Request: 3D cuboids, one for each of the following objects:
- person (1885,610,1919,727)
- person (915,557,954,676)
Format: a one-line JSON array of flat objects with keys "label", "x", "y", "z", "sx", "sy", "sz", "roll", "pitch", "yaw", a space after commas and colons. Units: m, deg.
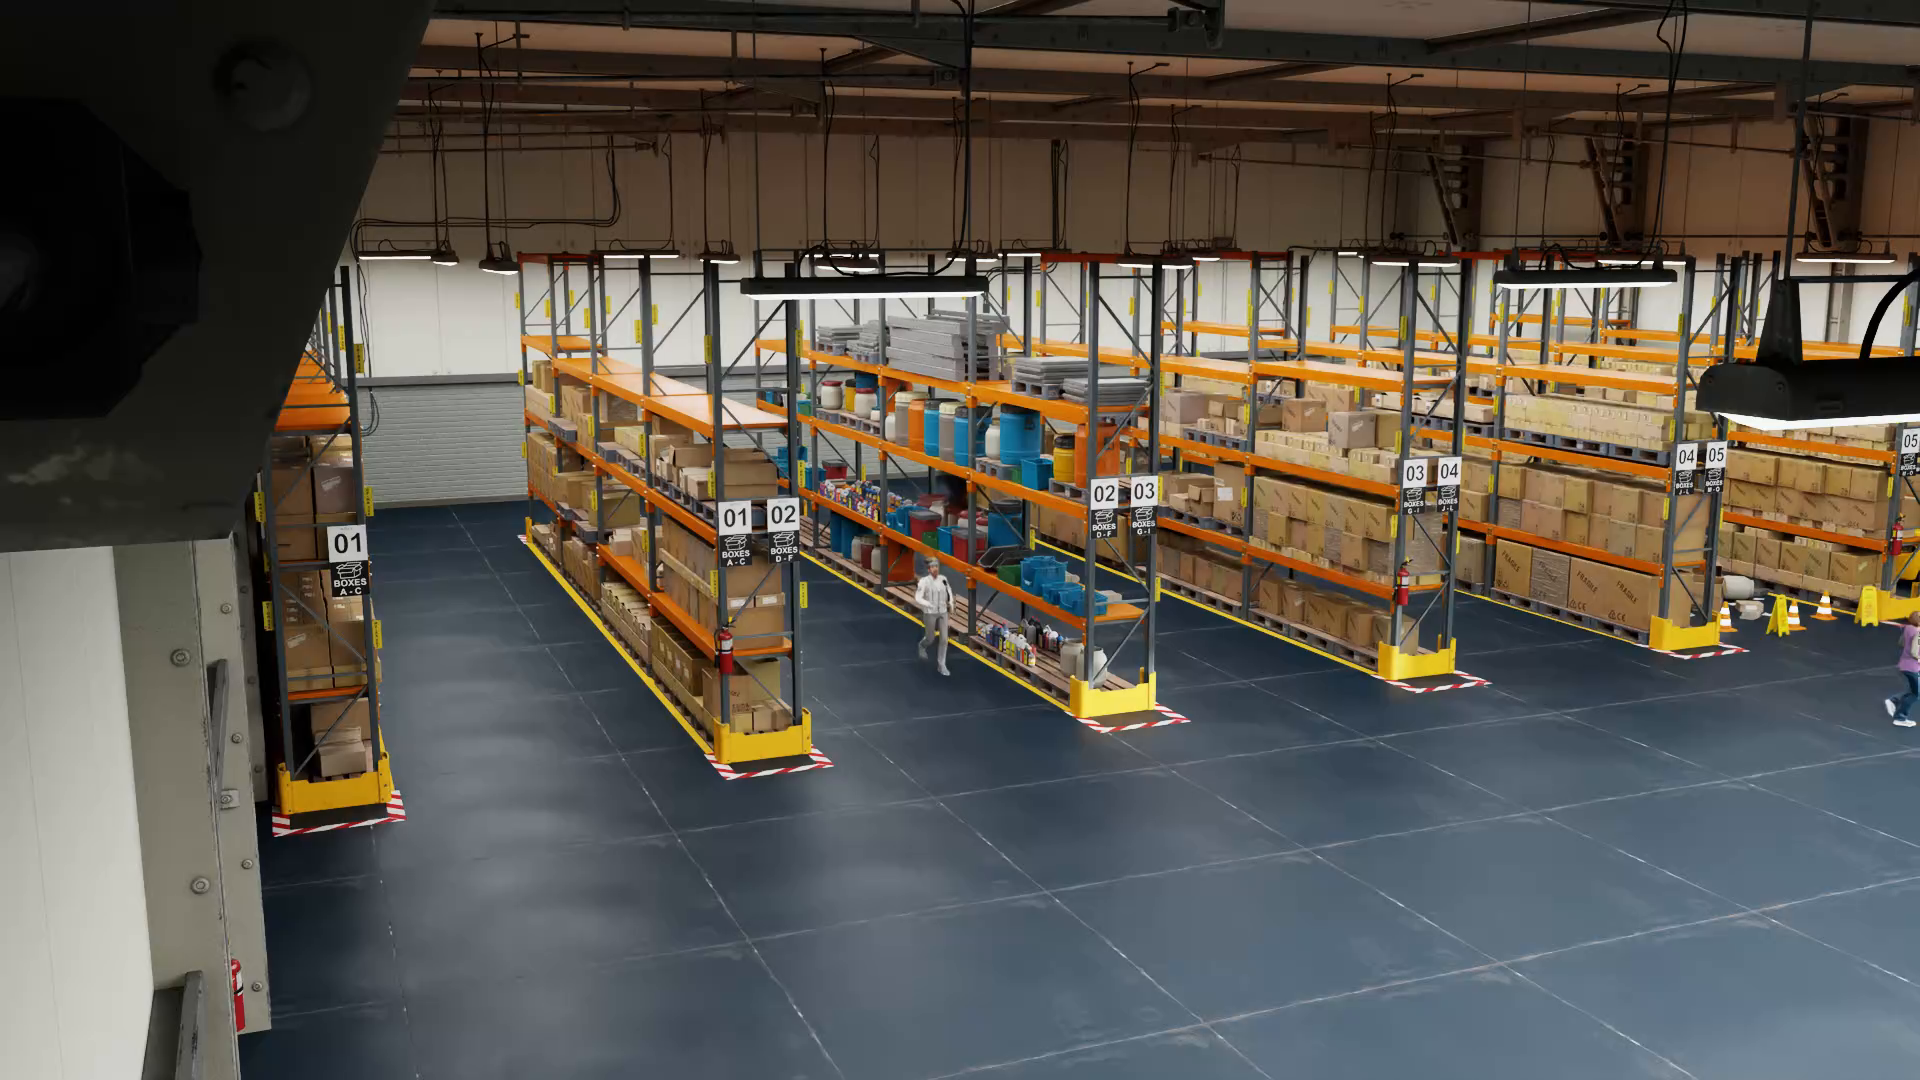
[{"label": "person", "x": 12.372, "y": 1.680, "z": 21.591, "sx": 0.530, "sy": 1.533, "sz": 0.512, "roll": 3, "pitch": 11, "yaw": 16}, {"label": "person", "x": -0.349, "y": 1.068, "z": 24.187, "sx": 0.630, "sy": 1.669, "sz": 0.913, "roll": -4, "pitch": 11, "yaw": -22}]
